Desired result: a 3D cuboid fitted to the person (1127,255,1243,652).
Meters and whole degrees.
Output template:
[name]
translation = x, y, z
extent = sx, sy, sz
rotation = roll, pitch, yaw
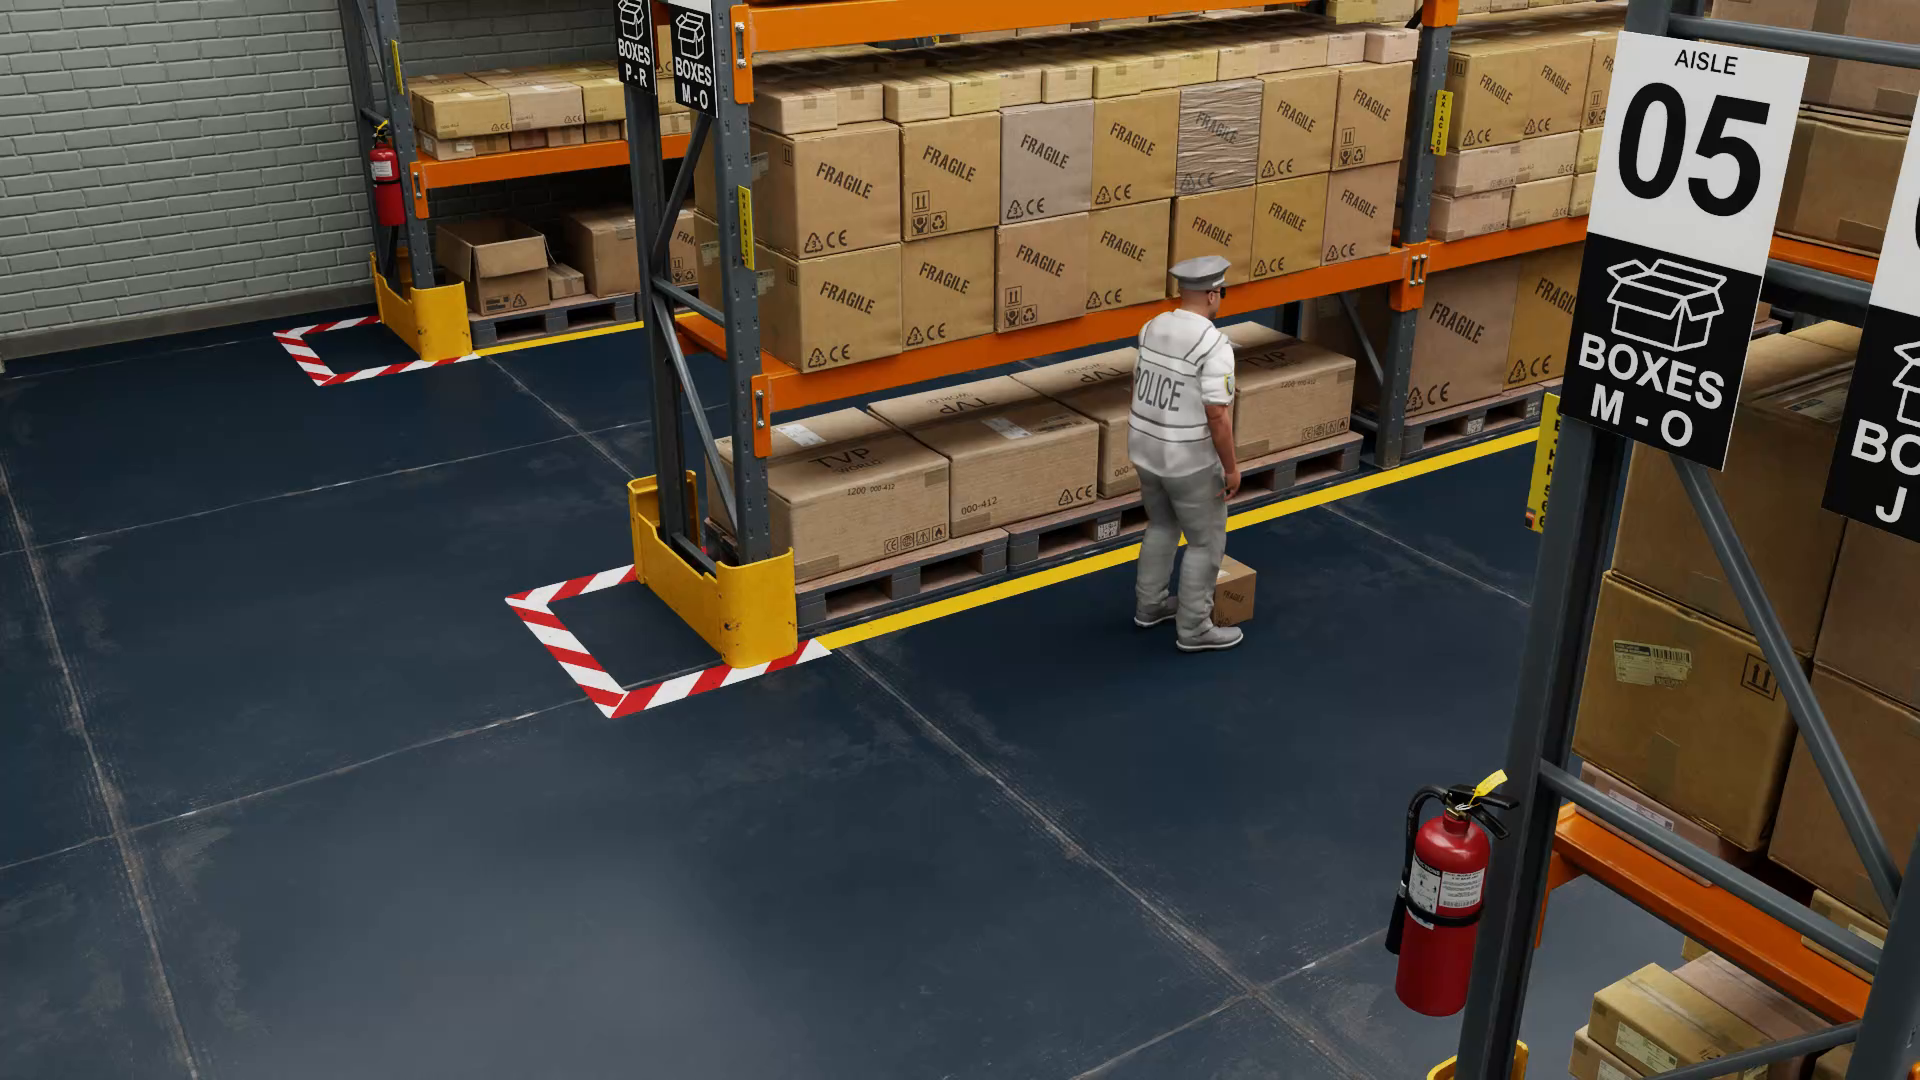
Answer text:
[person]
translation = 0.984, -0.374, 7.399
extent = 0.428, 1.751, 0.605
rotation = -17, 30, -32
